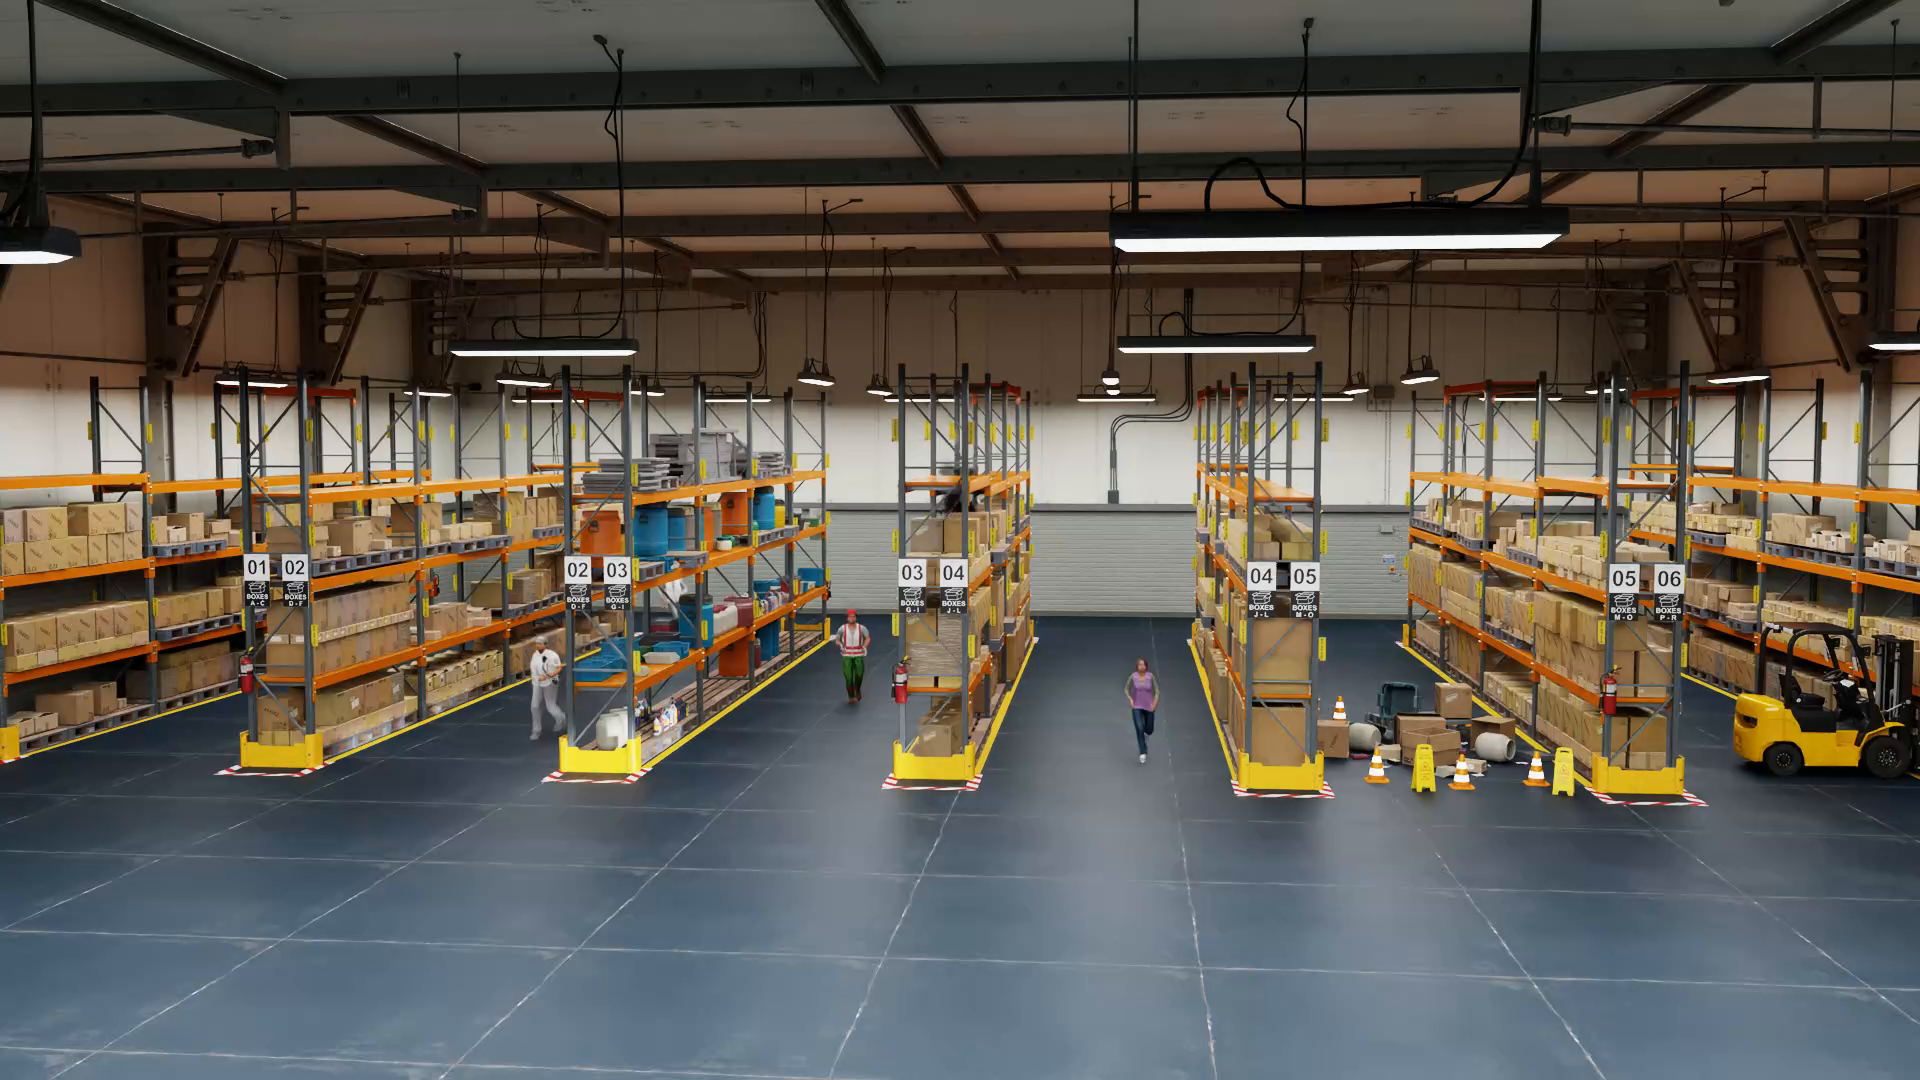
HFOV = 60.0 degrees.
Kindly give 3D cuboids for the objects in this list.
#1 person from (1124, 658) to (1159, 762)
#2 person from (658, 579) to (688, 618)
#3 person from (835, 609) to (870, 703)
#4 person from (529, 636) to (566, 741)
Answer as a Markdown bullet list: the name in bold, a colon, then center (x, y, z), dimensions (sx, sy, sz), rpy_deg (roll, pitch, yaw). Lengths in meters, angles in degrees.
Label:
- **person**: center (2.803, 2.606, 25.661), dimensions (0.539, 1.550, 0.770), rpy_deg (0, 4, -1)
- **person**: center (-7.027, 1.523, 40.832), dimensions (0.715, 1.721, 0.830), rpy_deg (-1, 4, -17)
- **person**: center (-1.974, 2.153, 30.673), dimensions (0.643, 1.740, 0.582), rpy_deg (0, 4, -5)
- **person**: center (-6.787, 2.420, 27.383), dimensions (0.604, 1.707, 0.795), rpy_deg (1, 4, 21)
